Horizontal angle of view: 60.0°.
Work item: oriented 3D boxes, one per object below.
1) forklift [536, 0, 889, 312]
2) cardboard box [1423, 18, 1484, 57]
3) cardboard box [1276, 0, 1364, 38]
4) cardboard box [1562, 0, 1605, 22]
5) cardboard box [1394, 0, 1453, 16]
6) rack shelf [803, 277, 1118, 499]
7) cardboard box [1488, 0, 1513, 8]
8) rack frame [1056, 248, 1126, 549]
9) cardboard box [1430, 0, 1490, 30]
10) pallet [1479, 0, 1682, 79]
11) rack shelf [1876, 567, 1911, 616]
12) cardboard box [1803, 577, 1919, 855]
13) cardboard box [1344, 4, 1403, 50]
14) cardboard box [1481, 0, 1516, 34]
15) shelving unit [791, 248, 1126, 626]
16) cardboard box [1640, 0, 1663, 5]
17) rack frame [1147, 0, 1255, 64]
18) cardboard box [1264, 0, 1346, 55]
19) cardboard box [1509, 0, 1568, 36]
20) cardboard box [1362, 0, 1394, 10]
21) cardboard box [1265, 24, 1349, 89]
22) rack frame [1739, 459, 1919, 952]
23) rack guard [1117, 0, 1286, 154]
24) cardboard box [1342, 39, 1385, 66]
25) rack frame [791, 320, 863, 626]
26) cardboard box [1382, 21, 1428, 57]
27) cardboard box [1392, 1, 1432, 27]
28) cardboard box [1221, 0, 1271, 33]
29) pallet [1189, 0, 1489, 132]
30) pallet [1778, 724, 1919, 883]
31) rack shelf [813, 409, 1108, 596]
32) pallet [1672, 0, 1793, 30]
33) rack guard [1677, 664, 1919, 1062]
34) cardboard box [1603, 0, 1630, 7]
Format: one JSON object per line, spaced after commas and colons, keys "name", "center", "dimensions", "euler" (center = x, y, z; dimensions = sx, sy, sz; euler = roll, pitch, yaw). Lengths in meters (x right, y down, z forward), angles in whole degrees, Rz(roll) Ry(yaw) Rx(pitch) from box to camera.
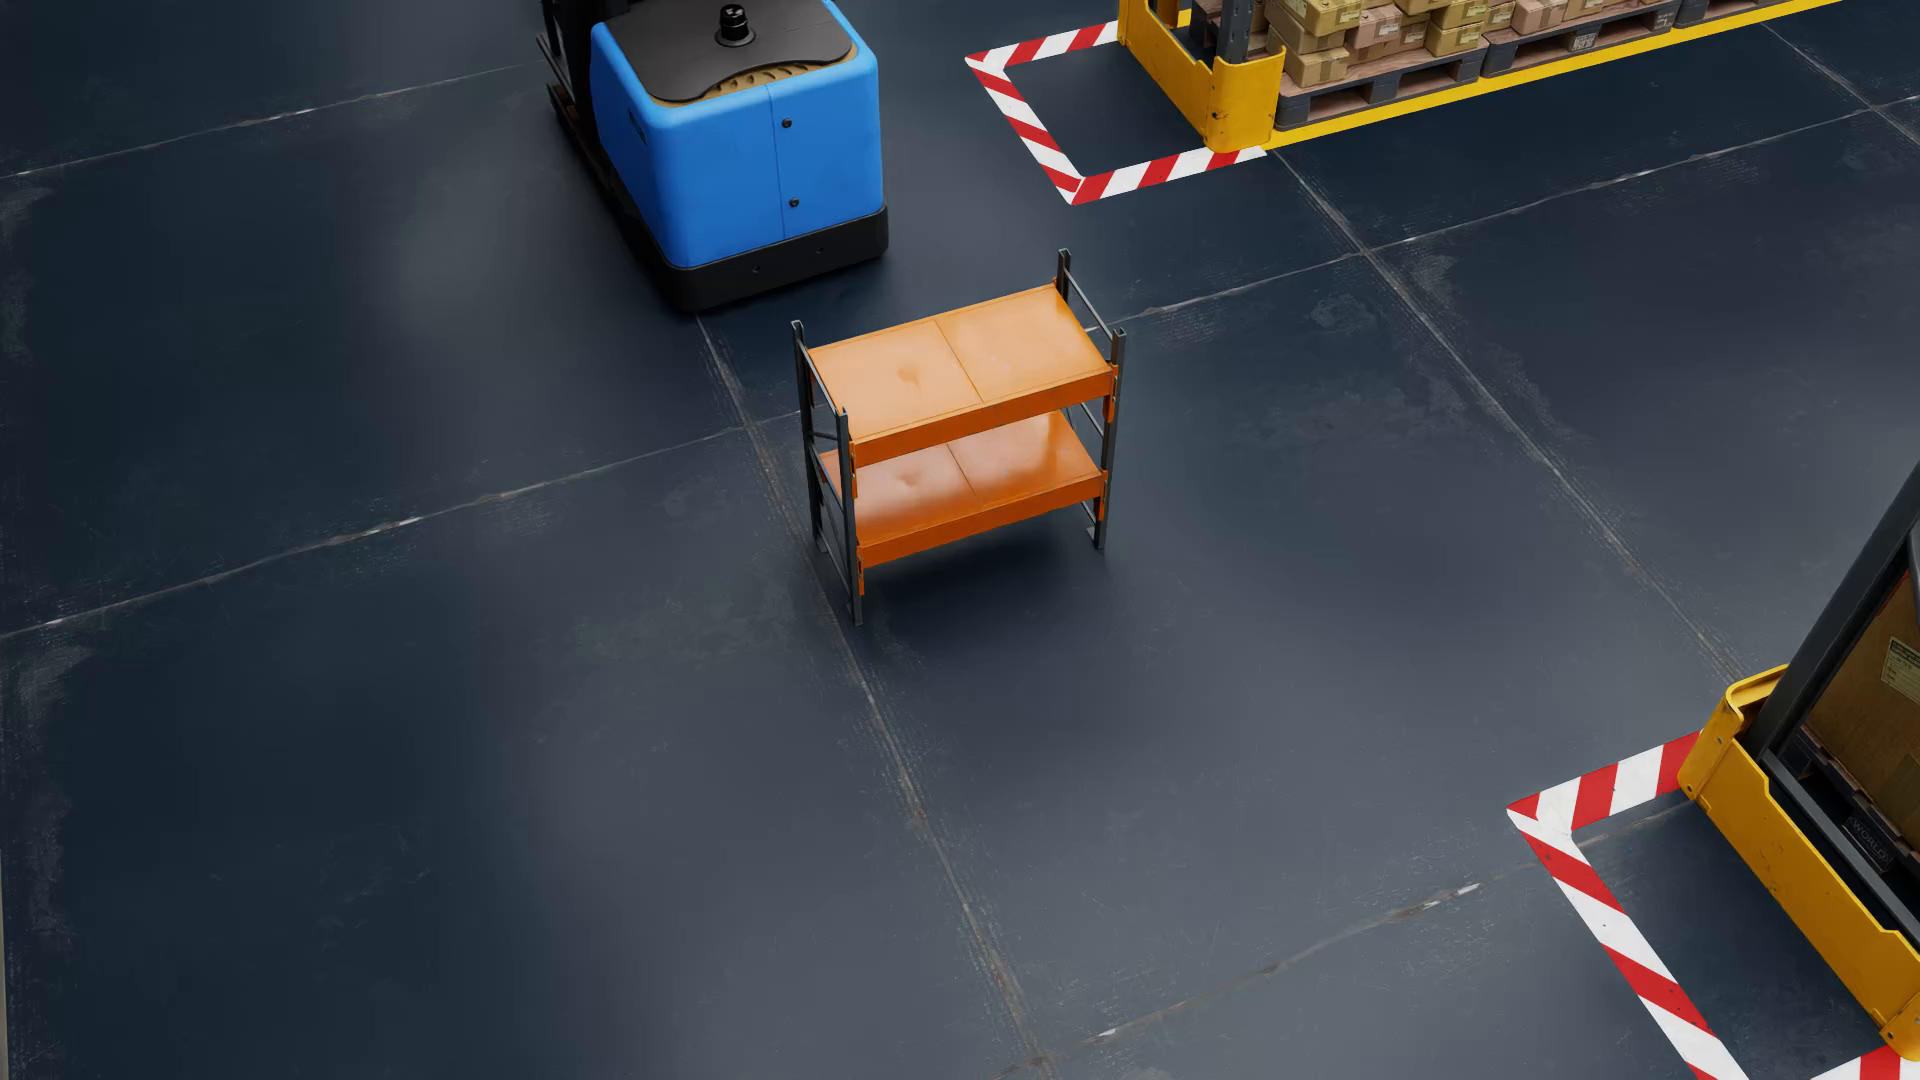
{"name": "forklift", "center": [-1.423, -3.098, 7.320], "dimensions": [1.130, 2.935, 3.031], "euler": [-20, 52, -16]}
{"name": "cardboard box", "center": [2.451, -2.651, 8.492], "dimensions": [0.250, 0.149, 0.380], "euler": [-17, 51, -14]}
{"name": "cardboard box", "center": [1.742, -2.626, 8.079], "dimensions": [0.250, 0.149, 0.380], "euler": [-19, 52, -16]}
{"name": "cardboard box", "center": [3.161, -2.899, 8.705], "dimensions": [0.250, 0.149, 0.380], "euler": [-17, 52, -14]}
{"name": "cardboard box", "center": [2.233, -2.771, 8.204], "dimensions": [0.250, 0.149, 0.380], "euler": [-17, 52, -14]}
{"name": "rack shelf", "center": [-0.006, -0.555, 5.940], "dimensions": [1.000, 0.278, 0.538], "euler": [-17, 52, -14]}
{"name": "cardboard box", "center": [2.667, -2.899, 8.509], "dimensions": [0.250, 0.149, 0.380], "euler": [-19, 52, -16]}
{"name": "rack frame", "center": [0.464, -0.510, 6.288], "dimensions": [0.032, 1.125, 0.500], "euler": [-17, 52, -14]}
{"name": "cardboard box", "center": [2.457, -2.756, 8.386], "dimensions": [0.250, 0.149, 0.380], "euler": [-16, 51, -13]}
{"name": "pallet", "center": [3.092, -2.981, 9.011], "dimensions": [1.213, 0.211, 1.003], "euler": [-17, 52, -14]}
{"name": "rack shelf", "center": [4.762, -0.139, 5.207], "dimensions": [4.000, 0.370, 1.077], "euler": [-17, 52, -14]}
{"name": "cardboard box", "center": [3.472, 0.516, 5.294], "dimensions": [0.875, 0.875, 0.875], "euler": [-17, 52, -14]}
{"name": "cardboard box", "center": [1.985, -2.626, 8.275], "dimensions": [0.250, 0.149, 0.380], "euler": [-17, 52, -14]}
{"name": "cardboard box", "center": [2.651, -2.791, 8.612], "dimensions": [0.250, 0.149, 0.380], "euler": [-17, 51, -14]}
{"name": "shelving unit", "center": [-0.006, -0.365, 6.162], "dimensions": [1.048, 1.125, 0.538], "euler": [-17, 52, -14]}
{"name": "cardboard box", "center": [3.639, -3.019, 8.808], "dimensions": [0.250, 0.149, 0.380], "euler": [-17, 52, -14]}
{"name": "rack frame", "center": [1.128, -3.312, 7.458], "dimensions": [0.127, 3.000, 1.000], "euler": [-17, 52, -14]}
{"name": "cardboard box", "center": [1.711, -2.587, 8.242], "dimensions": [0.250, 0.149, 0.380], "euler": [-15, 51, -13]}
{"name": "cardboard box", "center": [2.915, -2.801, 8.621], "dimensions": [0.250, 0.149, 0.380], "euler": [-20, 52, -16]}
{"name": "cardboard box", "center": [1.952, -2.789, 8.219], "dimensions": [0.250, 0.149, 0.380], "euler": [-16, 51, -14]}
{"name": "cardboard box", "center": [1.734, -2.446, 8.316], "dimensions": [0.250, 0.149, 0.380], "euler": [-16, 51, -14]}
{"name": "rack frame", "center": [2.910, 0.200, 4.441], "dimensions": [0.127, 3.000, 1.000], "euler": [-17, 52, -14]}
{"name": "rack guard", "center": [1.199, -2.520, 8.425], "dimensions": [0.348, 0.500, 1.175], "euler": [-17, 52, -14]}
{"name": "cardboard box", "center": [1.946, -2.578, 8.430], "dimensions": [0.250, 0.149, 0.380], "euler": [-17, 52, -14]}
{"name": "rack frame", "center": [-0.477, -0.219, 6.037], "dimensions": [0.032, 1.125, 0.500], "euler": [-17, 52, -14]}
{"name": "cardboard box", "center": [2.173, -2.654, 8.495], "dimensions": [0.250, 0.149, 0.380], "euler": [-17, 51, -14]}
{"name": "cardboard box", "center": [2.179, -2.758, 8.389], "dimensions": [0.250, 0.149, 0.380], "euler": [-17, 51, -14]}
{"name": "cardboard box", "center": [1.537, -2.818, 8.636], "dimensions": [0.250, 0.149, 0.380], "euler": [-16, 51, -14]}
{"name": "pallet", "center": [1.964, -2.634, 8.713], "dimensions": [1.213, 0.211, 1.003], "euler": [-17, 52, -14]}
{"name": "pallet", "center": [3.621, 0.825, 5.744], "dimensions": [1.213, 0.211, 1.003], "euler": [-17, 52, -14]}
{"name": "rack shelf", "center": [-0.006, -0.205, 6.348], "dimensions": [1.000, 0.278, 0.538], "euler": [-17, 52, -14]}
{"name": "pallet", "center": [4.223, -3.334, 9.314], "dimensions": [1.213, 0.211, 1.003], "euler": [-17, 52, -14]}
{"name": "rack guard", "center": [2.888, 1.022, 5.384], "dimensions": [0.348, 0.500, 1.175], "euler": [-17, 52, -14]}
{"name": "cardboard box", "center": [3.372, -2.991, 8.785], "dimensions": [0.250, 0.149, 0.380], "euler": [-16, 51, -14]}
